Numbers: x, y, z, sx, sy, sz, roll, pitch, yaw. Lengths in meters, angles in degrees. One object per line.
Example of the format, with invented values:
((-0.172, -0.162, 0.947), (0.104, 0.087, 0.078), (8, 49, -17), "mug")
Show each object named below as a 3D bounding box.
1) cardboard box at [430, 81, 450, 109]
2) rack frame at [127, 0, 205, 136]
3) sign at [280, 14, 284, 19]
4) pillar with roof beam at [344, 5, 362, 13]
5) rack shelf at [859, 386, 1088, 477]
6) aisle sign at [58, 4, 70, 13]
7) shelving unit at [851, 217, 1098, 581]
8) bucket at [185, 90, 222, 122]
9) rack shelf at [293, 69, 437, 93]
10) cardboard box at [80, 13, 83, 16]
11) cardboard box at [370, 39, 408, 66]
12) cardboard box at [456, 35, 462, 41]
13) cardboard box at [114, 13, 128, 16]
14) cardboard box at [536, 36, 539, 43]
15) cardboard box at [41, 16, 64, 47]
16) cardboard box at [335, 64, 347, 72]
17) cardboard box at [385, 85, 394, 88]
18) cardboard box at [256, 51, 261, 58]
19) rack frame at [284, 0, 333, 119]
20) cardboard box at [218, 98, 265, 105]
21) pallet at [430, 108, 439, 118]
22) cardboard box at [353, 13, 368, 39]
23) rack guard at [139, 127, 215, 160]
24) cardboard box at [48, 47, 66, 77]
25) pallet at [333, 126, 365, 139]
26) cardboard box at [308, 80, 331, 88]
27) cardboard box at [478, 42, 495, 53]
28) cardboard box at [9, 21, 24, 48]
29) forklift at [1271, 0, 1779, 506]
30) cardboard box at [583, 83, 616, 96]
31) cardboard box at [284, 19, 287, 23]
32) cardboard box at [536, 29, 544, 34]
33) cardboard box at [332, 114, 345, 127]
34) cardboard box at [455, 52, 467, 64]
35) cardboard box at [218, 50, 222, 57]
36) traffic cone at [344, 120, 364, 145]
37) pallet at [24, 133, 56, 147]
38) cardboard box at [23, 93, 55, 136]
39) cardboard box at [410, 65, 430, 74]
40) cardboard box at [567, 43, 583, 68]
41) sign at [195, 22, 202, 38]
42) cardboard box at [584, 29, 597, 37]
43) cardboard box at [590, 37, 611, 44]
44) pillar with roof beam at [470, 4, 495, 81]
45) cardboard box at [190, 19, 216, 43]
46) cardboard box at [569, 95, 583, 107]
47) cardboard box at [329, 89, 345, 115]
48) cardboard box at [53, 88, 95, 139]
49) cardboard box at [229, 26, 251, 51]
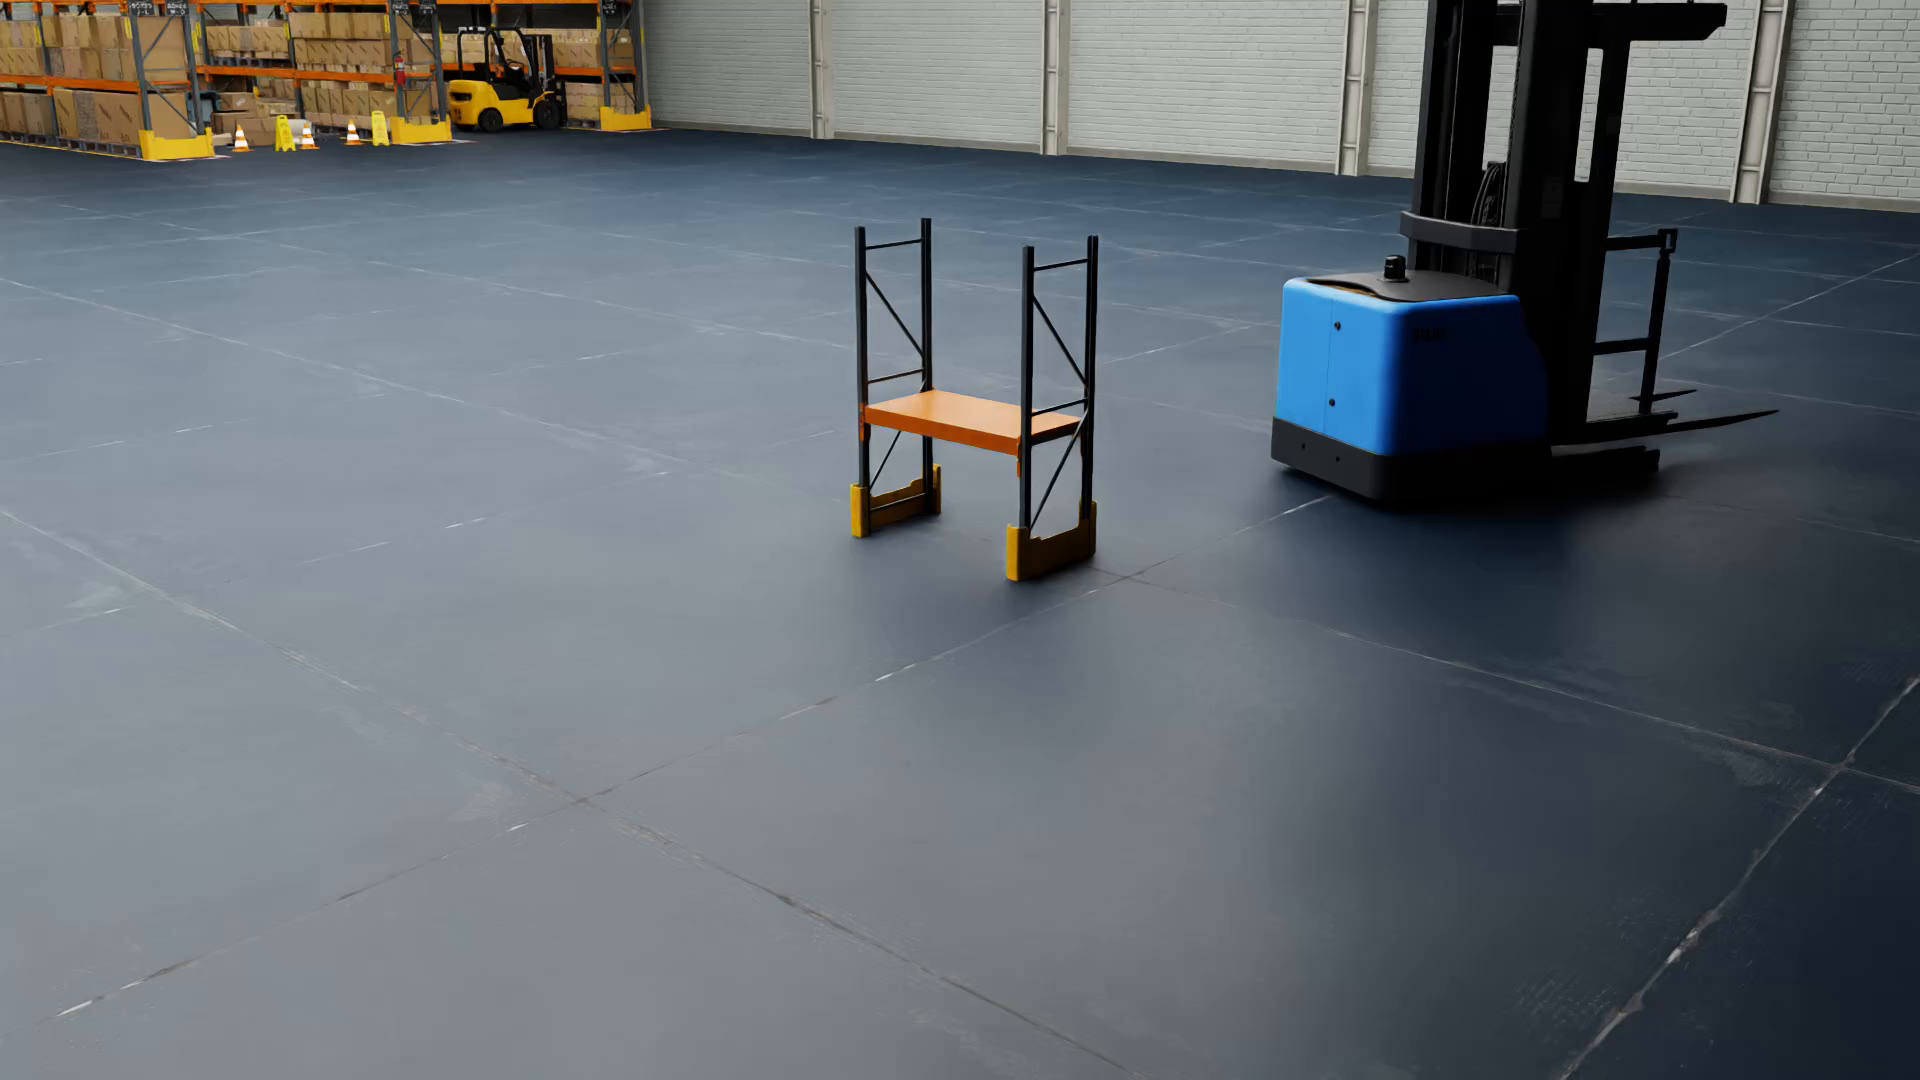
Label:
((-12.389, -10.897, 40.719), (0.625, 0.625, 0.875), (16, 24, 41), "cardboard box")
((-13.859, -8.216, 29.041), (0.127, 3.000, 1.000), (15, 23, 39), "rack frame")
((-18.940, -14.516, 46.457), (0.005, 0.325, 0.100), (15, 23, 39), "sign")
((-19.112, -15.118, 40.873), (0.400, 9.000, 9.100), (15, 23, 39), "pillar with roof beam")
((0.064, -0.526, 7.885), (1.000, 0.185, 0.538), (15, 23, 39), "rack shelf")
((-22.862, -13.757, 42.202), (0.004, 0.787, 0.394), (15, 23, 39), "aisle sign")
((0.057, -0.700, 7.837), (1.083, 1.500, 0.587), (15, 23, 39), "shelving unit")
((-15.218, -8.677, 33.394), (0.726, 0.611, 0.620), (-9, 10, -27), "bucket")
((-12.144, -9.415, 34.008), (4.000, 0.370, 1.077), (15, 23, 39), "rack shelf")
((-21.573, -13.004, 41.238), (0.250, 0.149, 0.380), (15, 23, 40), "cardboard box")
((-11.237, -9.592, 32.720), (0.500, 0.500, 0.500), (15, 23, 38), "cardboard box")
((-11.727, -11.908, 39.437), (0.250, 0.149, 0.380), (15, 23, 40), "cardboard box")
((-20.065, -12.589, 39.929), (0.250, 0.149, 0.380), (14, 23, 38), "cardboard box")
((-9.346, -11.253, 37.372), (0.250, 0.149, 0.380), (14, 22, 38), "cardboard box")
((-16.597, -9.523, 31.127), (0.550, 0.550, 0.875), (15, 23, 39), "cardboard box")
((-12.460, -9.600, 33.819), (0.250, 0.149, 0.380), (15, 23, 39), "cardboard box")
((-14.167, -11.234, 41.989), (0.500, 0.500, 0.500), (15, 23, 38), "cardboard box")
((-14.962, -10.489, 35.923), (0.250, 0.149, 0.380), (15, 23, 39), "cardboard box")
((-13.640, -10.159, 35.164), (0.127, 3.000, 1.000), (15, 23, 39), "rack frame")
((-16.216, -9.794, 37.664), (0.625, 0.372, 0.950), (13, 22, 36), "cardboard box")
((-12.750, -10.583, 41.109), (1.213, 0.211, 1.003), (15, 23, 39), "pallet")
((-11.549, -10.179, 32.915), (0.500, 0.500, 0.700), (15, 23, 40), "cardboard box")
((-13.841, -7.020, 29.404), (0.348, 0.500, 1.175), (15, 23, 39), "rack guard")
((-16.567, -9.019, 31.324), (0.550, 0.550, 0.875), (15, 23, 39), "cardboard box")
((-12.198, -8.458, 34.415), (1.213, 0.211, 1.003), (15, 23, 39), "pallet")
((-13.325, -9.497, 34.617), (0.250, 0.149, 0.380), (15, 23, 40), "cardboard box")
((-10.885, -11.490, 38.781), (0.500, 0.250, 0.500), (14, 23, 38), "cardboard box")
((-17.989, -9.846, 32.359), (0.500, 0.500, 0.700), (15, 23, 40), "cardboard box")
((3.305, -1.851, 9.100), (3.031, 2.935, 1.130), (-8, 19, -23), "forklift")
((-7.908, -9.868, 36.445), (0.500, 0.250, 0.500), (16, 24, 41), "cardboard box")
((-14.638, -11.227, 36.106), (0.250, 0.149, 0.380), (17, 24, 42), "cardboard box")
((-9.291, -11.410, 37.375), (0.250, 0.149, 0.380), (15, 23, 39), "cardboard box")
((-12.573, -8.659, 34.287), (0.500, 0.250, 0.500), (15, 23, 39), "cardboard box")
((-11.630, -11.460, 39.510), (0.500, 0.250, 0.500), (15, 23, 40), "cardboard box")
((-16.323, -10.871, 37.128), (0.250, 0.149, 0.380), (13, 22, 36), "cardboard box")
((-11.826, -7.941, 32.370), (0.334, 0.463, 0.336), (15, 23, 39), "traffic cone")
((-17.478, -7.828, 32.428), (1.213, 0.211, 1.003), (15, 23, 39), "pallet")
((-17.374, -8.251, 32.177), (0.750, 0.750, 1.050), (15, 23, 39), "cardboard box")
((-10.765, -9.351, 33.034), (0.250, 0.149, 0.380), (15, 23, 39), "cardboard box")
((-8.281, -10.673, 36.618), (0.500, 0.500, 0.500), (16, 24, 41), "cardboard box")
((-16.998, -11.388, 37.122), (0.005, 0.325, 0.100), (15, 23, 39), "sign")
((-7.970, -11.045, 36.226), (0.250, 0.149, 0.380), (15, 23, 39), "cardboard box")
((-7.802, -10.843, 36.081), (0.250, 0.149, 0.380), (15, 23, 40), "cardboard box")
((-14.624, -13.914, 37.077), (0.400, 9.000, 9.100), (15, 23, 39), "pillar with roof beam")
((-17.192, -11.531, 37.669), (0.500, 0.500, 0.500), (14, 23, 38), "cardboard box")
((-8.296, -9.738, 36.861), (0.500, 0.250, 0.500), (15, 23, 39), "cardboard box")
((-12.583, -9.017, 34.178), (0.500, 0.500, 0.500), (17, 24, 42), "cardboard box")
((-16.426, -8.064, 31.381), (0.875, 0.875, 0.875), (15, 23, 40), "cardboard box")
((-15.653, -11.001, 36.466), (0.500, 0.500, 0.500), (16, 23, 40), "cardboard box")
